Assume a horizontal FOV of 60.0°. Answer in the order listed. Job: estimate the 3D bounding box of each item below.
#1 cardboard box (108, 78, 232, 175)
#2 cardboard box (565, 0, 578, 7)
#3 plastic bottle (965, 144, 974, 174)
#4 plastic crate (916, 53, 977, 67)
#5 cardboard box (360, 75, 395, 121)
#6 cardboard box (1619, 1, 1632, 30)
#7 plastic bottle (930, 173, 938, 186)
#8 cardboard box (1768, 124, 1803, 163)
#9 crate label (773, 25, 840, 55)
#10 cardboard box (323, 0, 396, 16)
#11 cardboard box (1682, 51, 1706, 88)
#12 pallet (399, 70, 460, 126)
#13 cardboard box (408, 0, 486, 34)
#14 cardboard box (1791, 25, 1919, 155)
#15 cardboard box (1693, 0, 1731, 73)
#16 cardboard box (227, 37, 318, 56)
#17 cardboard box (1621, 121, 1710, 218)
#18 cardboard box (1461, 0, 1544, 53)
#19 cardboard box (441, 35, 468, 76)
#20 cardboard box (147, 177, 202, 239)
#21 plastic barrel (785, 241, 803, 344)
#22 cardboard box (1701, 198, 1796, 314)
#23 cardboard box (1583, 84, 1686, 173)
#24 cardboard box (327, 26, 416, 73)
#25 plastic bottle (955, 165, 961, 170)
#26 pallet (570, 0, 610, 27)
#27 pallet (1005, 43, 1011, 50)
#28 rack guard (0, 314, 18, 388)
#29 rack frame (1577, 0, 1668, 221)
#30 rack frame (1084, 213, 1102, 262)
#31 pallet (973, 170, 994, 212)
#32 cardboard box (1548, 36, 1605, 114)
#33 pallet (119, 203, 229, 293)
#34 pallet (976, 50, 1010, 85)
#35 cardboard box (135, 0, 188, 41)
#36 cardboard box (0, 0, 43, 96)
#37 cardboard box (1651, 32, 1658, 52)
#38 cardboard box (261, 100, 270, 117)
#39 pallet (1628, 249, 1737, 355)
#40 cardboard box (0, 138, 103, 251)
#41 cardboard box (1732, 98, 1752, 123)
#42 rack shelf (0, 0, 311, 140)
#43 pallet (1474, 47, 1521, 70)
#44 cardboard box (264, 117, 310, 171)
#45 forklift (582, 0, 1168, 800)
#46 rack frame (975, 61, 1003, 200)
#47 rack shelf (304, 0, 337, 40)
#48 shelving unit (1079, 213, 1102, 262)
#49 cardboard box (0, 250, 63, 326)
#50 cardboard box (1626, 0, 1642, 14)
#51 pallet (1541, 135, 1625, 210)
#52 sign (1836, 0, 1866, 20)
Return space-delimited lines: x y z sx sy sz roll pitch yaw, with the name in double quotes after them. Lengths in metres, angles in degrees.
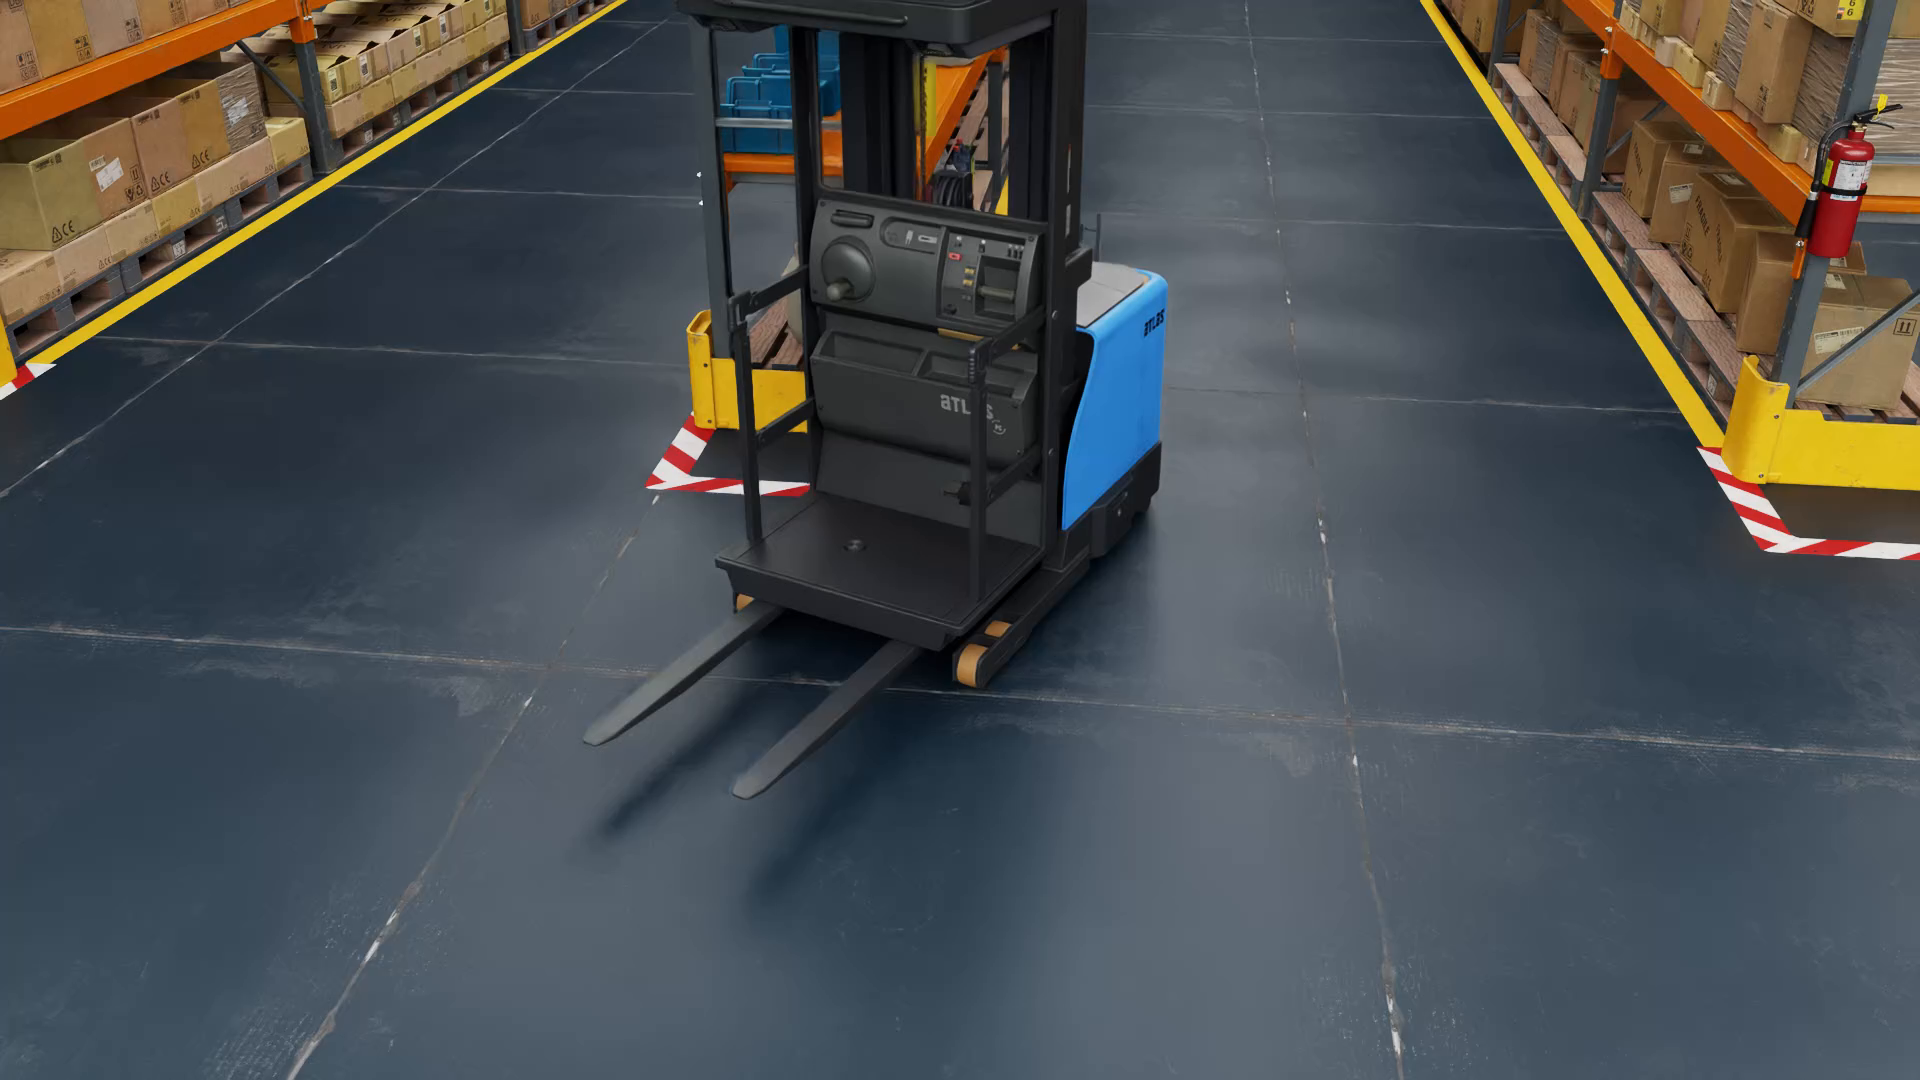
-5.096 -2.665 10.699 0.500 0.500 0.500 3 28 6 "cardboard box"
-4.171 -5.718 16.872 0.500 0.500 0.500 3 28 6 "cardboard box"
0.058 -2.524 11.172 0.061 0.283 0.133 5 29 9 "plastic bottle"
-0.158 -2.876 9.705 0.530 0.136 0.437 3 28 6 "plastic crate"
-4.767 -3.452 12.951 0.500 0.250 0.500 4 29 7 "cardboard box"
4.380 -3.289 10.458 0.380 0.149 0.250 3 28 6 "cardboard box"
-0.171 -2.201 10.573 0.061 0.283 0.133 3 28 6 "plastic bottle"
4.056 -1.875 7.832 0.380 0.149 0.250 3 28 6 "cardboard box"
-0.743 -2.786 9.222 0.502 0.435 0.616 3 28 6 "crate label"
-5.112 -4.448 14.209 0.500 0.311 0.500 3 28 5 "cardboard box"
4.210 -2.583 9.146 0.380 0.149 0.250 3 28 6 "cardboard box"
-4.927 -3.759 14.004 1.003 0.211 1.213 3 28 6 "pallet"
-4.513 -4.659 14.601 0.500 0.311 0.500 3 28 5 "cardboard box"
4.310 -2.033 7.442 0.875 0.500 0.500 3 28 6 "cardboard box"
4.429 -2.743 8.760 0.875 0.500 0.500 3 28 6 "cardboard box"
-5.303 -3.735 12.885 0.500 0.311 0.500 4 29 8 "cardboard box"
4.617 -2.382 10.702 0.500 0.500 0.500 3 28 5 "cardboard box"
5.301 -4.940 15.054 1.225 0.875 0.875 2 28 4 "cardboard box"
-4.582 -4.177 14.297 0.500 0.250 0.500 4 29 7 "cardboard box"
-5.144 -2.098 10.438 0.500 0.250 0.500 3 28 6 "cardboard box"
-0.696 -1.293 8.667 0.421 0.512 0.421 0 28 0 "plastic barrel"
4.443 -1.555 9.167 0.500 0.500 0.500 6 29 11 "cardboard box"
4.802 -2.865 11.577 0.700 0.500 0.500 1 28 2 "cardboard box"
-4.699 -3.942 13.269 0.500 0.311 0.500 2 28 5 "cardboard box"
-0.005 -2.280 10.720 0.061 0.283 0.133 5 29 10 "plastic bottle"
-4.355 -5.638 17.493 1.003 0.211 1.213 3 28 6 "pallet"
0.335 -4.800 15.938 1.003 0.211 1.213 3 28 6 "pallet"
-5.619 -1.067 8.703 1.175 0.500 0.348 3 28 6 "rack guard"
4.705 -3.484 10.554 1.000 3.000 0.127 3 28 6 "rack frame"
0.519 -0.949 7.746 0.240 1.200 0.006 15 30 25 "rack frame"
-0.334 -2.230 11.167 1.003 0.211 1.213 3 28 6 "pallet"
5.015 -3.614 12.968 0.700 0.500 0.500 6 29 10 "cardboard box"
-5.412 -1.886 10.528 1.003 0.211 1.213 3 28 6 "pallet"
0.146 -4.064 14.572 1.003 0.211 1.213 3 28 6 "pallet"
-5.298 -3.411 10.314 0.700 0.500 0.500 4 29 7 "cardboard box"
-5.487 -2.689 8.973 0.700 0.500 0.500 4 29 8 "cardboard box"
4.313 -2.935 9.800 0.380 0.149 0.250 3 28 6 "cardboard box"
-5.363 -3.248 12.572 0.500 0.250 0.500 3 28 6 "cardboard box"
4.511 -1.362 9.556 1.003 0.211 1.213 3 28 6 "pallet"
-5.270 -1.958 9.387 0.500 0.500 0.500 3 28 6 "cardboard box"
4.182 -2.226 8.484 0.380 0.149 0.250 3 28 6 "cardboard box"
-5.371 -2.803 10.049 1.077 0.370 4.000 3 28 6 "rack shelf"
5.367 -4.506 15.391 1.003 0.211 1.213 3 28 6 "pallet"
-4.966 -2.805 11.750 0.500 0.250 0.500 3 28 6 "cardboard box"
-0.244 -0.980 5.979 1.130 2.935 3.031 14 32 25 "forklift"
-0.210 -3.772 11.088 1.000 3.000 0.127 3 28 6 "rack frame"
-4.881 -4.686 13.544 1.077 0.370 4.000 3 28 6 "rack shelf"
0.475 -0.913 7.675 0.258 1.200 0.189 15 30 25 "shelving unit"
-5.330 -1.392 9.128 0.500 0.250 0.500 3 28 6 "cardboard box"
4.589 -3.451 10.073 0.875 0.500 0.500 3 28 6 "cardboard box"
4.799 -2.623 11.896 1.003 0.211 1.213 3 28 6 "pallet"
3.667 -2.291 6.787 0.100 0.325 0.005 3 28 6 "sign"
